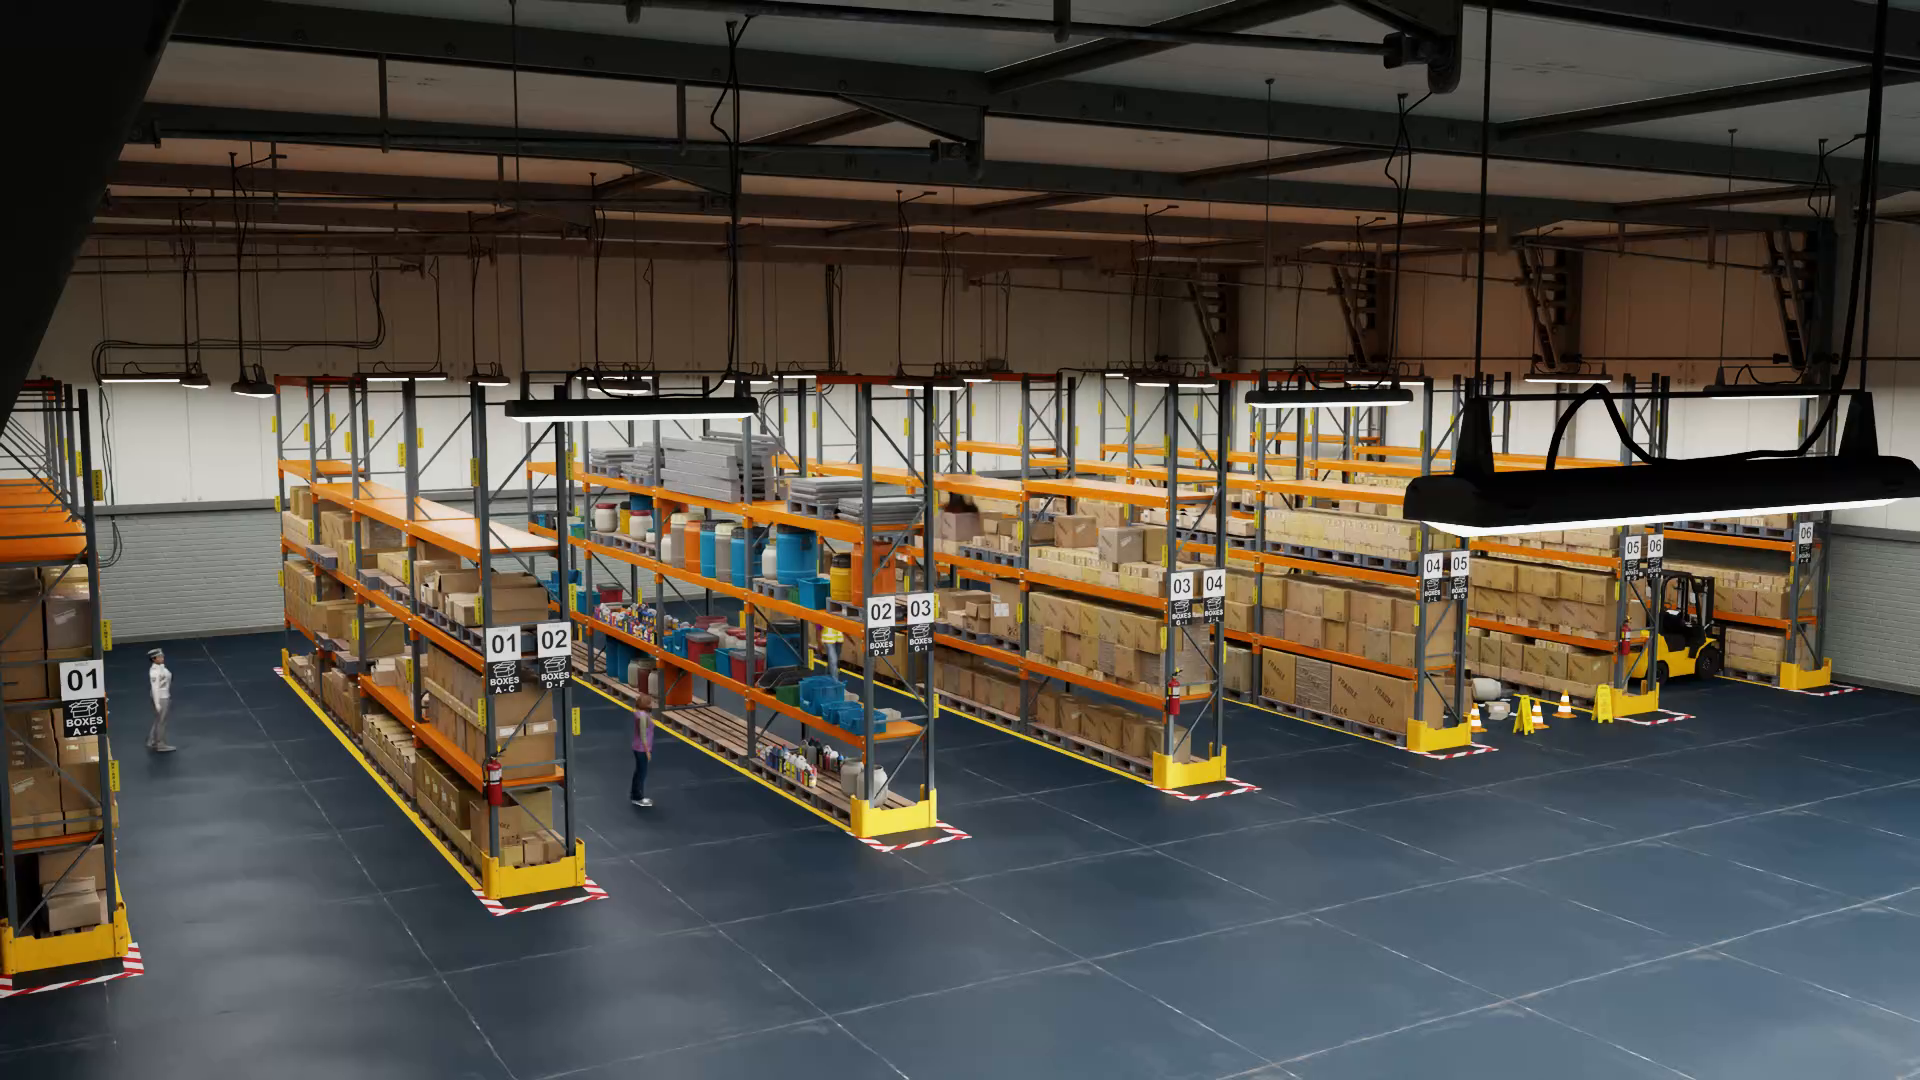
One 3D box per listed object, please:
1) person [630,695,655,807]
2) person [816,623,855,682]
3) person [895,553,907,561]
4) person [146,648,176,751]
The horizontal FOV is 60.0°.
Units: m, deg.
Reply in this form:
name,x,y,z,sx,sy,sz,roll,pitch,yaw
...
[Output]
name,x,y,z,sx,sy,sz,roll,pitch,yaw
person,-4.499,2.969,23.535,0.366,1.601,0.474,-1,6,-10
person,-2.353,1.922,31.139,0.684,1.718,1.028,-4,7,-32
person,-1.379,0.932,41.388,0.939,1.744,0.662,-4,8,-35
person,-12.858,2.564,26.732,0.451,1.696,0.504,-4,8,-34
